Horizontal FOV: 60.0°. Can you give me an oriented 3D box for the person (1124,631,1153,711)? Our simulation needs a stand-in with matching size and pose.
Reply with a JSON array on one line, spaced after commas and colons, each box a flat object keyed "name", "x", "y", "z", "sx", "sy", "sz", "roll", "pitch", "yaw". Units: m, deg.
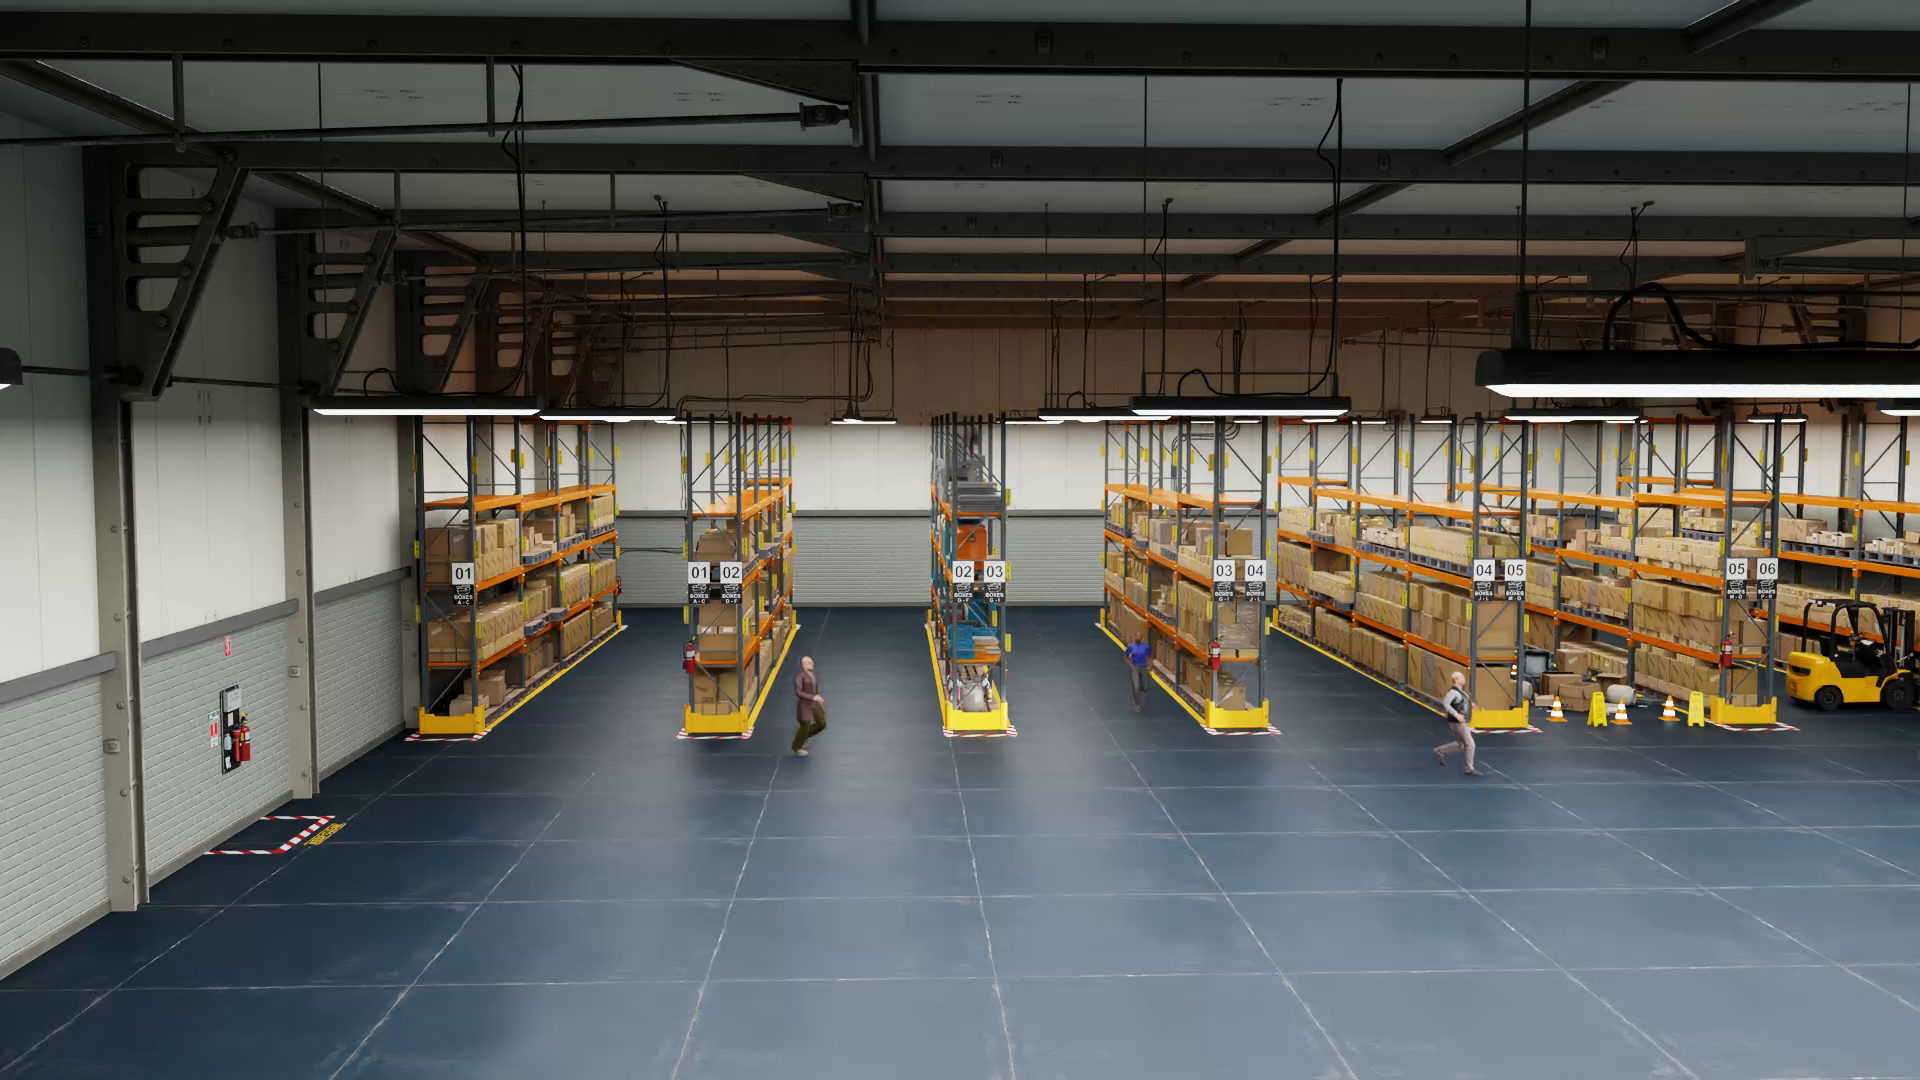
[{"name": "person", "x": 3.616, "y": 2.642, "z": 33.740, "sx": 0.592, "sy": 1.600, "sz": 0.616, "roll": 0, "pitch": 4, "yaw": -2}]

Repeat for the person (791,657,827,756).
[{"name": "person", "x": -2.607, "y": 2.884, "z": 28.879, "sx": 0.753, "sy": 1.729, "sz": 0.732, "roll": 3, "pitch": 5, "yaw": 33}]

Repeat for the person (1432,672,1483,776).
[{"name": "person", "x": 8.192, "y": 3.012, "z": 27.372, "sx": 0.860, "sy": 1.695, "sz": 0.669, "roll": 2, "pitch": 4, "yaw": 28}]
